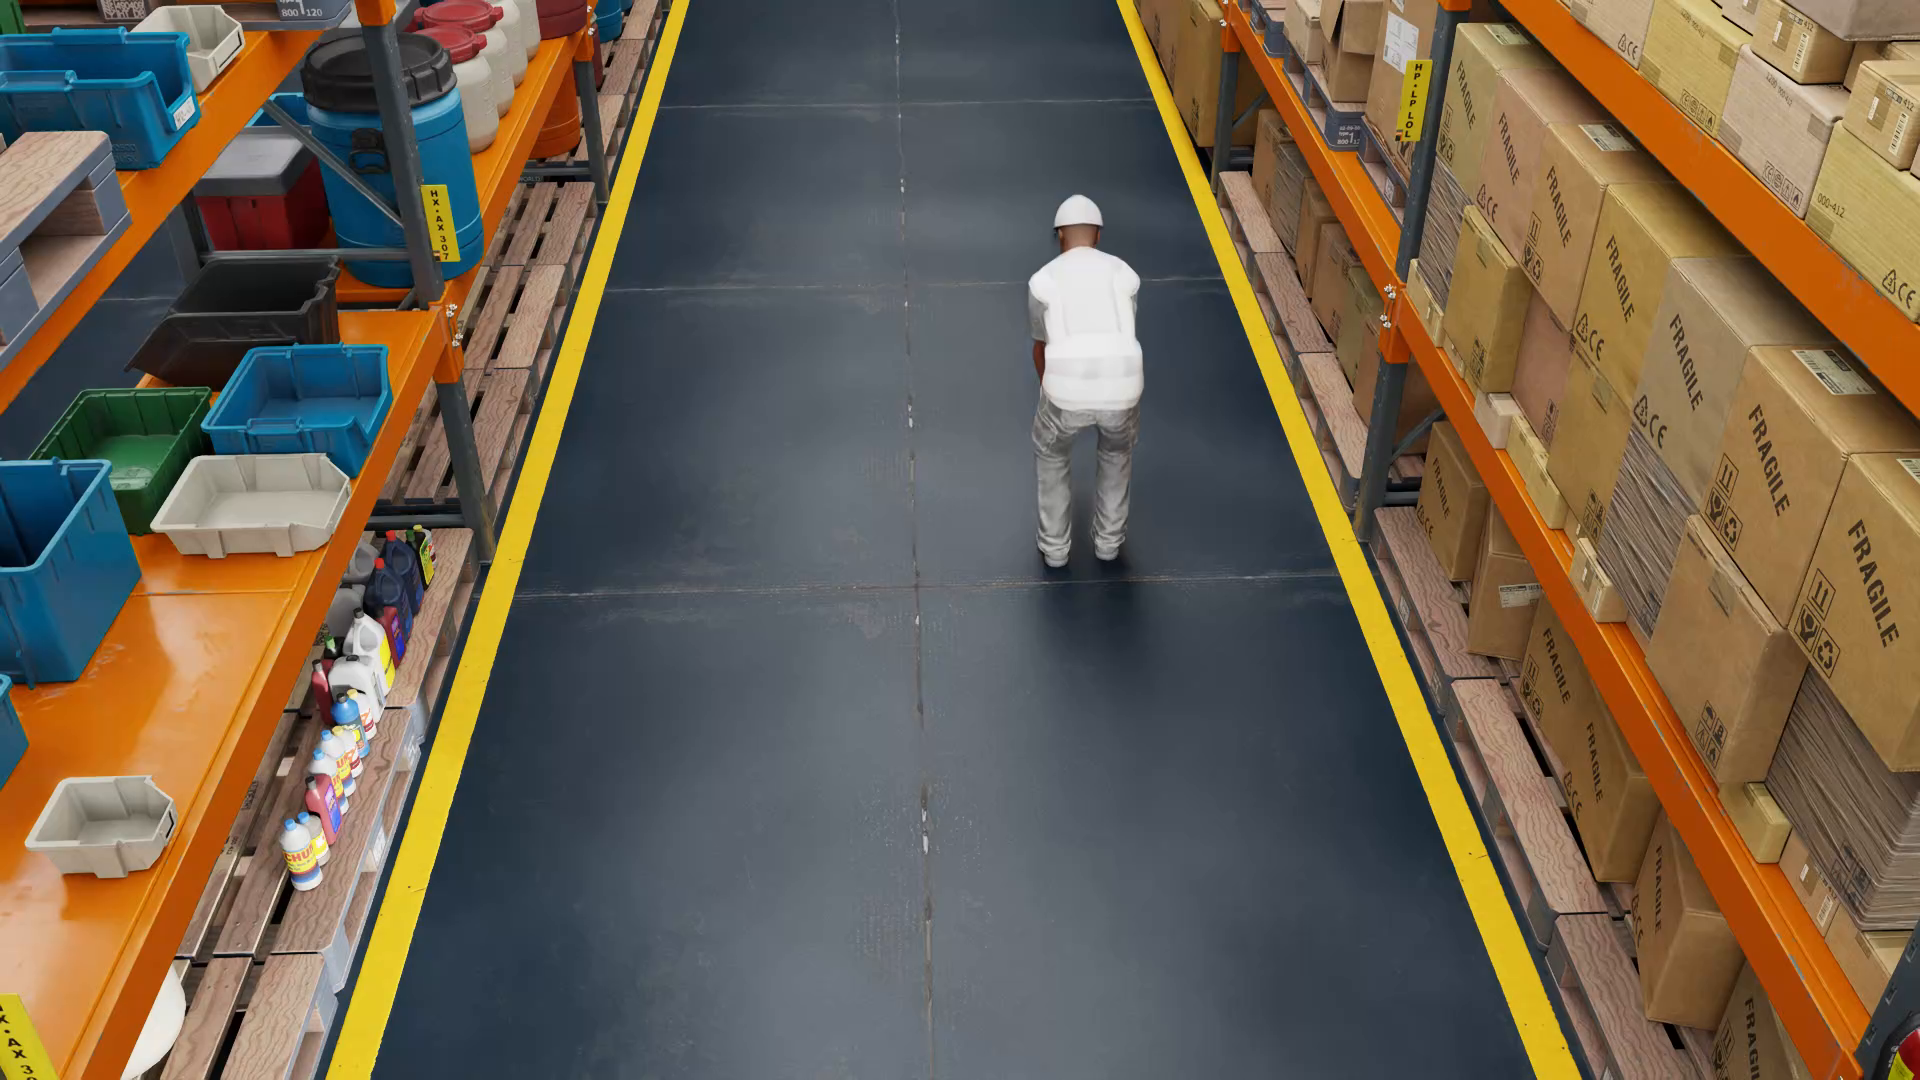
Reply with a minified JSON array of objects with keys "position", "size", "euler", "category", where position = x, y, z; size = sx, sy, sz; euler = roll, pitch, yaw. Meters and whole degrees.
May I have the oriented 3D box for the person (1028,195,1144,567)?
[{"position":[0.533,-0.676,7.311],"size":[0.484,1.534,0.824],"euler":[-2,35,-3],"category":"person"}]
